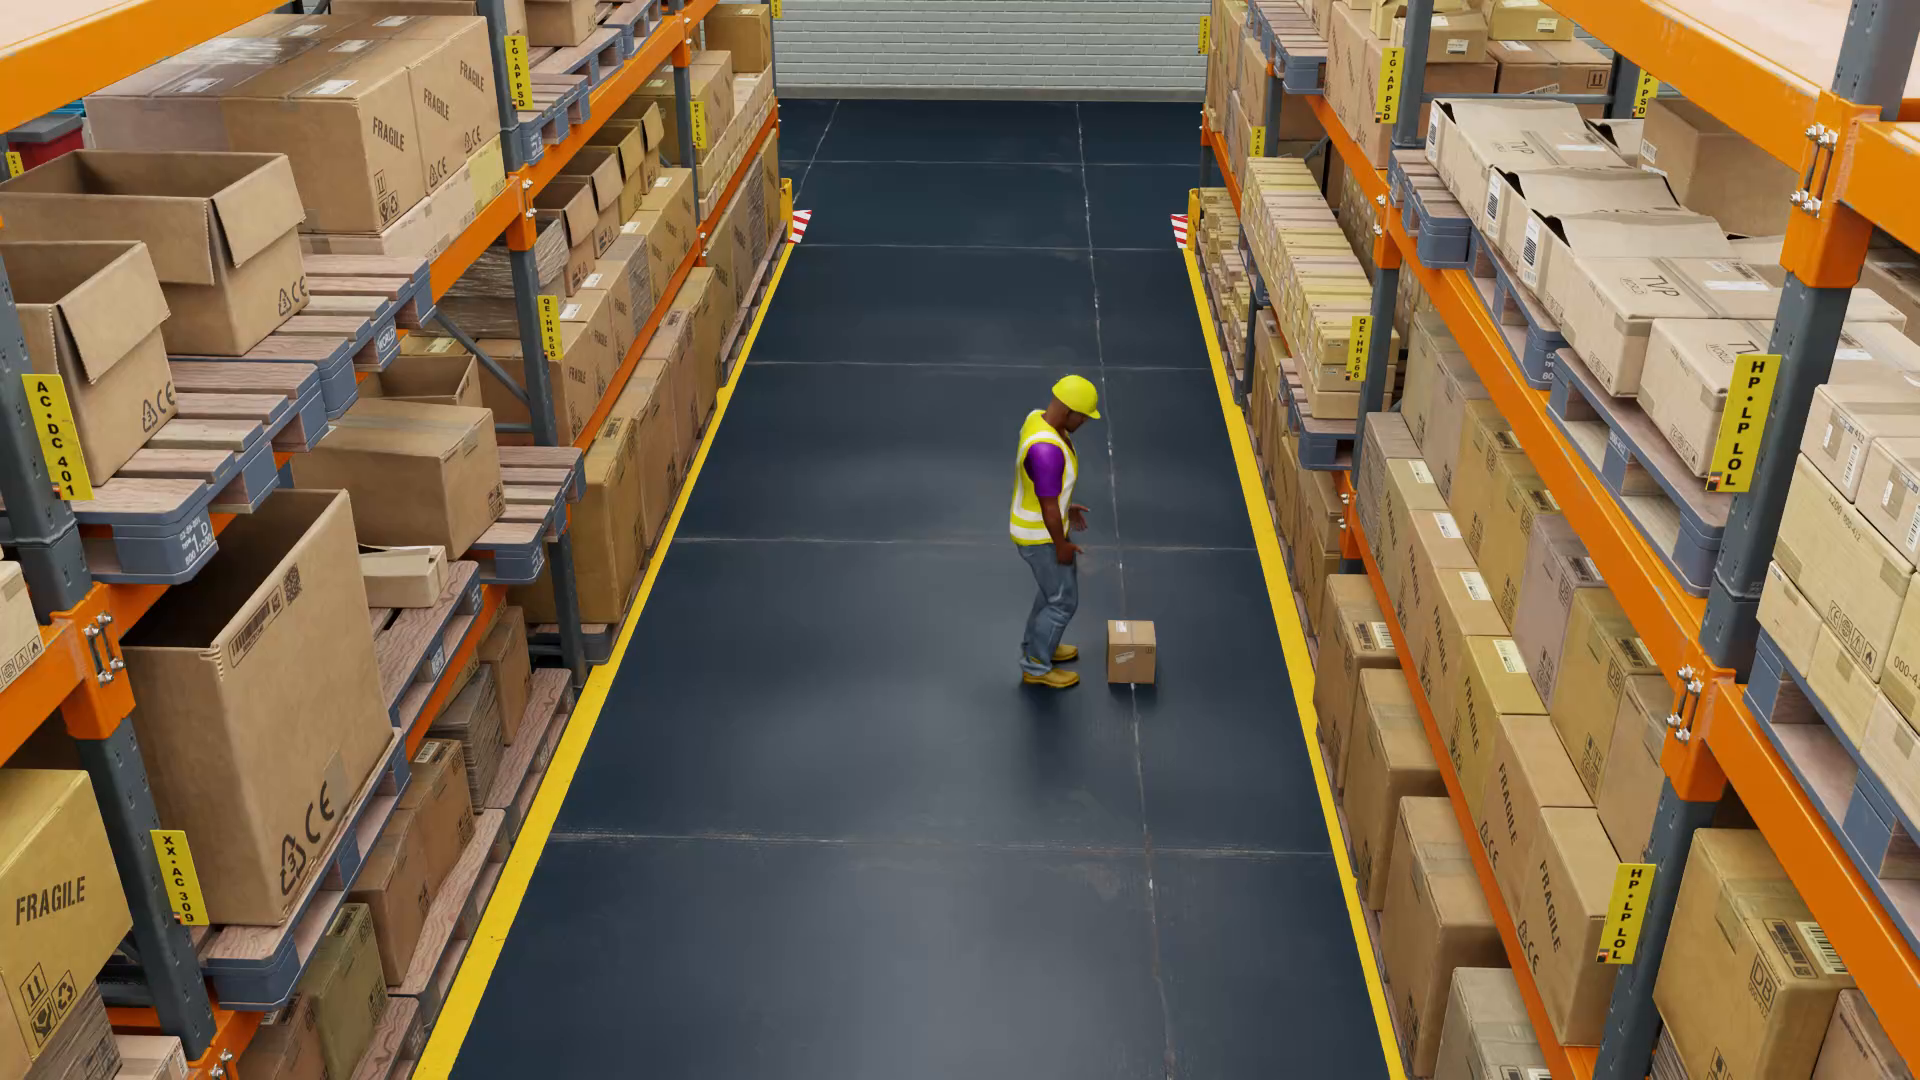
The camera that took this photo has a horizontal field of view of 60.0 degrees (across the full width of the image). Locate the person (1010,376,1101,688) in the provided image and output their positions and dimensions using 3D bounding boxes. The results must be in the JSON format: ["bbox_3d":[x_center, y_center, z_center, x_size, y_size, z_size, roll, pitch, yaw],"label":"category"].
[{"bbox_3d":[0.490,-0.065,8.774,0.453,1.718,0.591,2,28,3],"label":"person"}]
